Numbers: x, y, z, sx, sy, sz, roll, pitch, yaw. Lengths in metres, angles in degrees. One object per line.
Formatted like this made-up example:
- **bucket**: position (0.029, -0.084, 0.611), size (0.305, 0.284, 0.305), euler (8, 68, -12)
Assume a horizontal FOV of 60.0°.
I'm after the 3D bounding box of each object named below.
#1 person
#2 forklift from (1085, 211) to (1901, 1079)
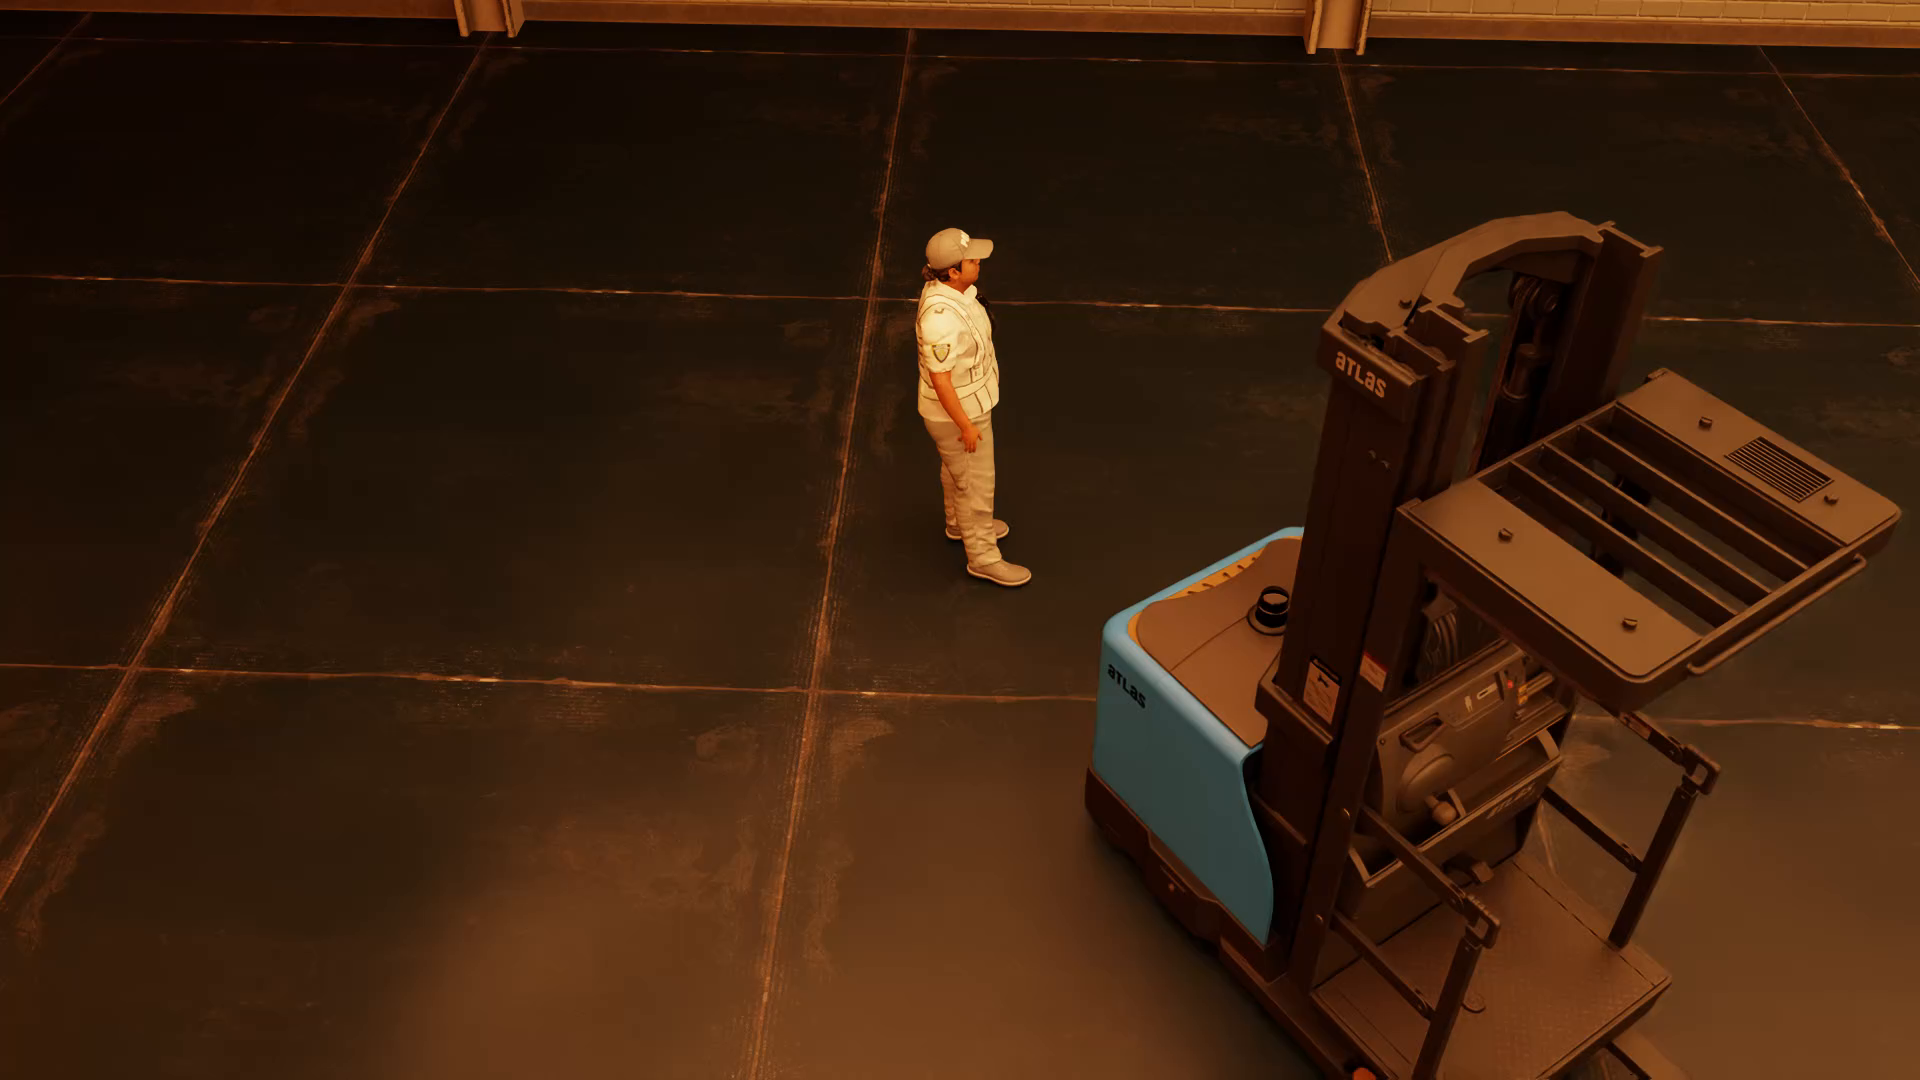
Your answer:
- **person**: position (0.075, -0.604, 7.329), size (0.529, 1.670, 0.598), euler (2, 42, 2)
- **forklift**: position (1.751, 0.636, 5.045), size (1.130, 2.935, 3.031), euler (-25, 48, -25)
